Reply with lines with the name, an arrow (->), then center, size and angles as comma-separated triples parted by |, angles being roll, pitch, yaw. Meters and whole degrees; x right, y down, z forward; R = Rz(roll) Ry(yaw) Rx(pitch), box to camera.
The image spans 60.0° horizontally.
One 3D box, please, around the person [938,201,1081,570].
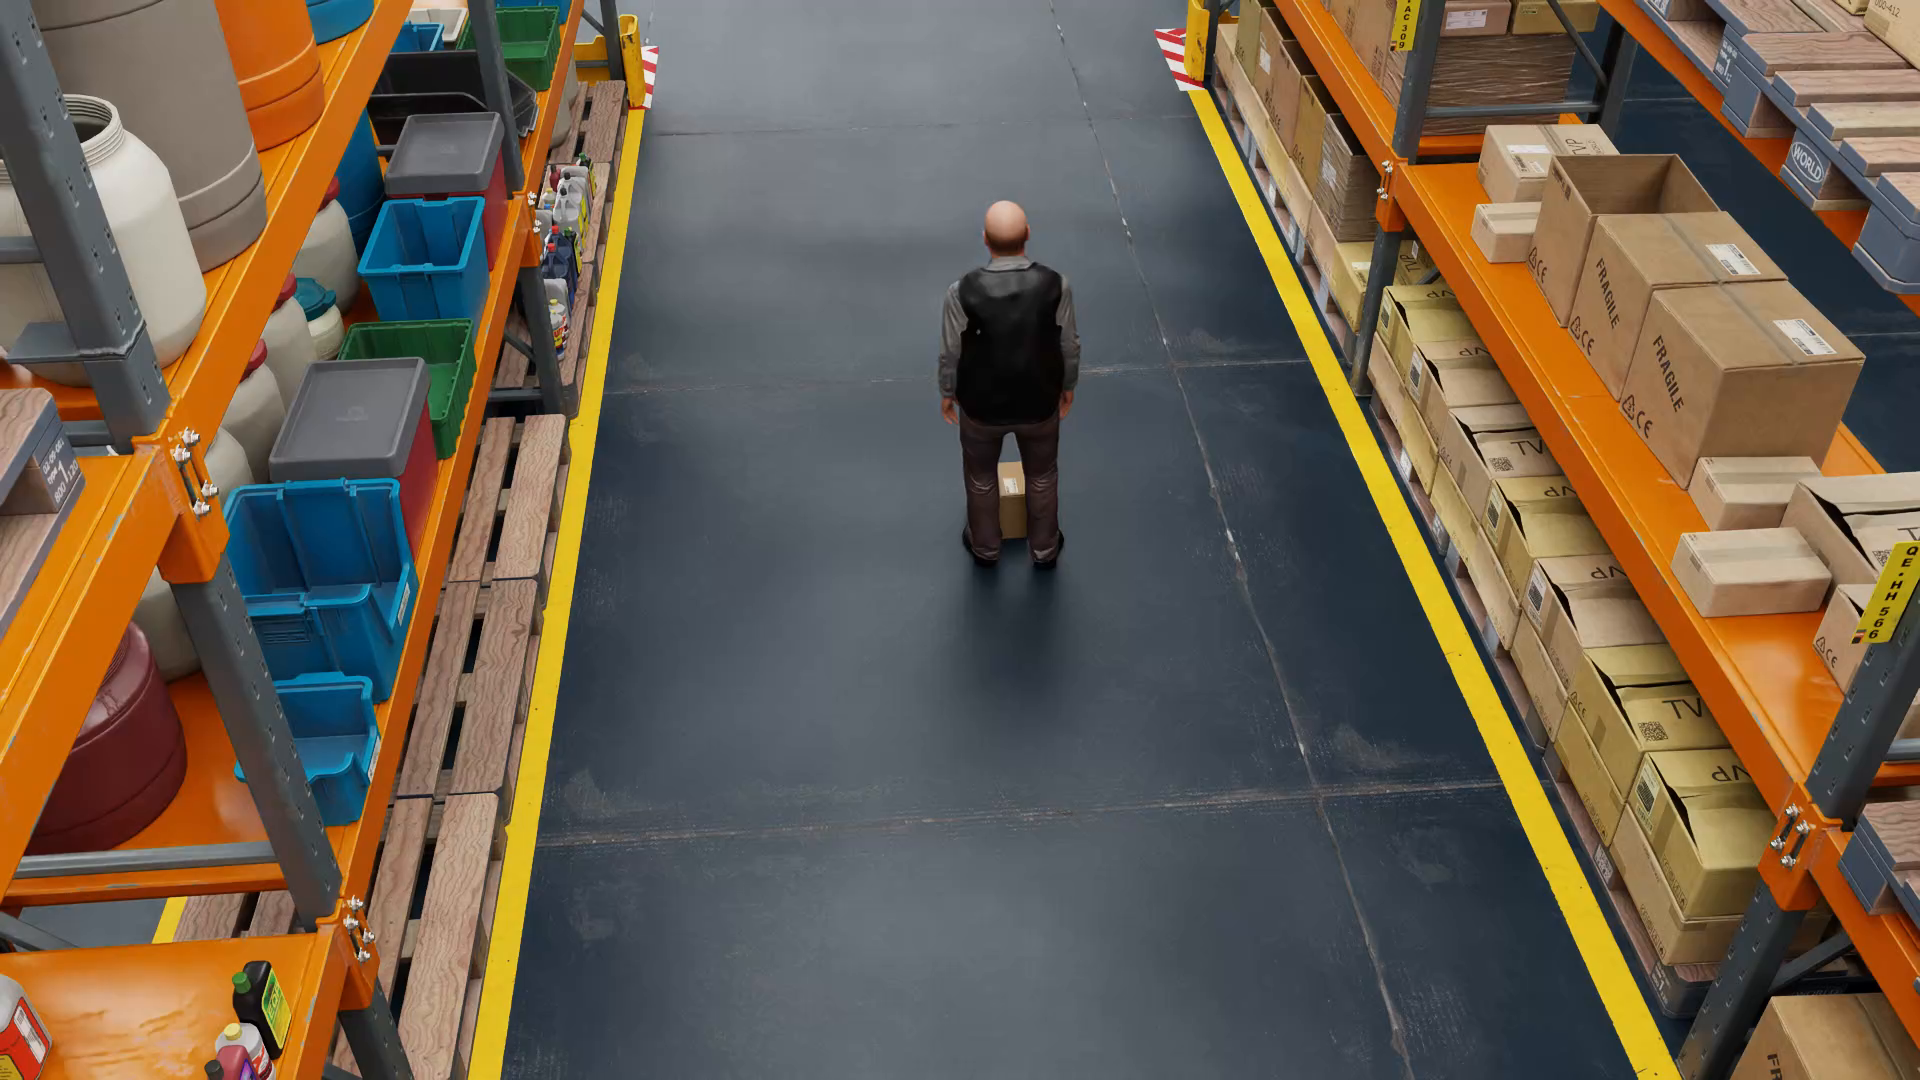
person -> 0.200, -0.590, 6.905 | 0.581, 1.721, 0.461 | -3, 39, -4
